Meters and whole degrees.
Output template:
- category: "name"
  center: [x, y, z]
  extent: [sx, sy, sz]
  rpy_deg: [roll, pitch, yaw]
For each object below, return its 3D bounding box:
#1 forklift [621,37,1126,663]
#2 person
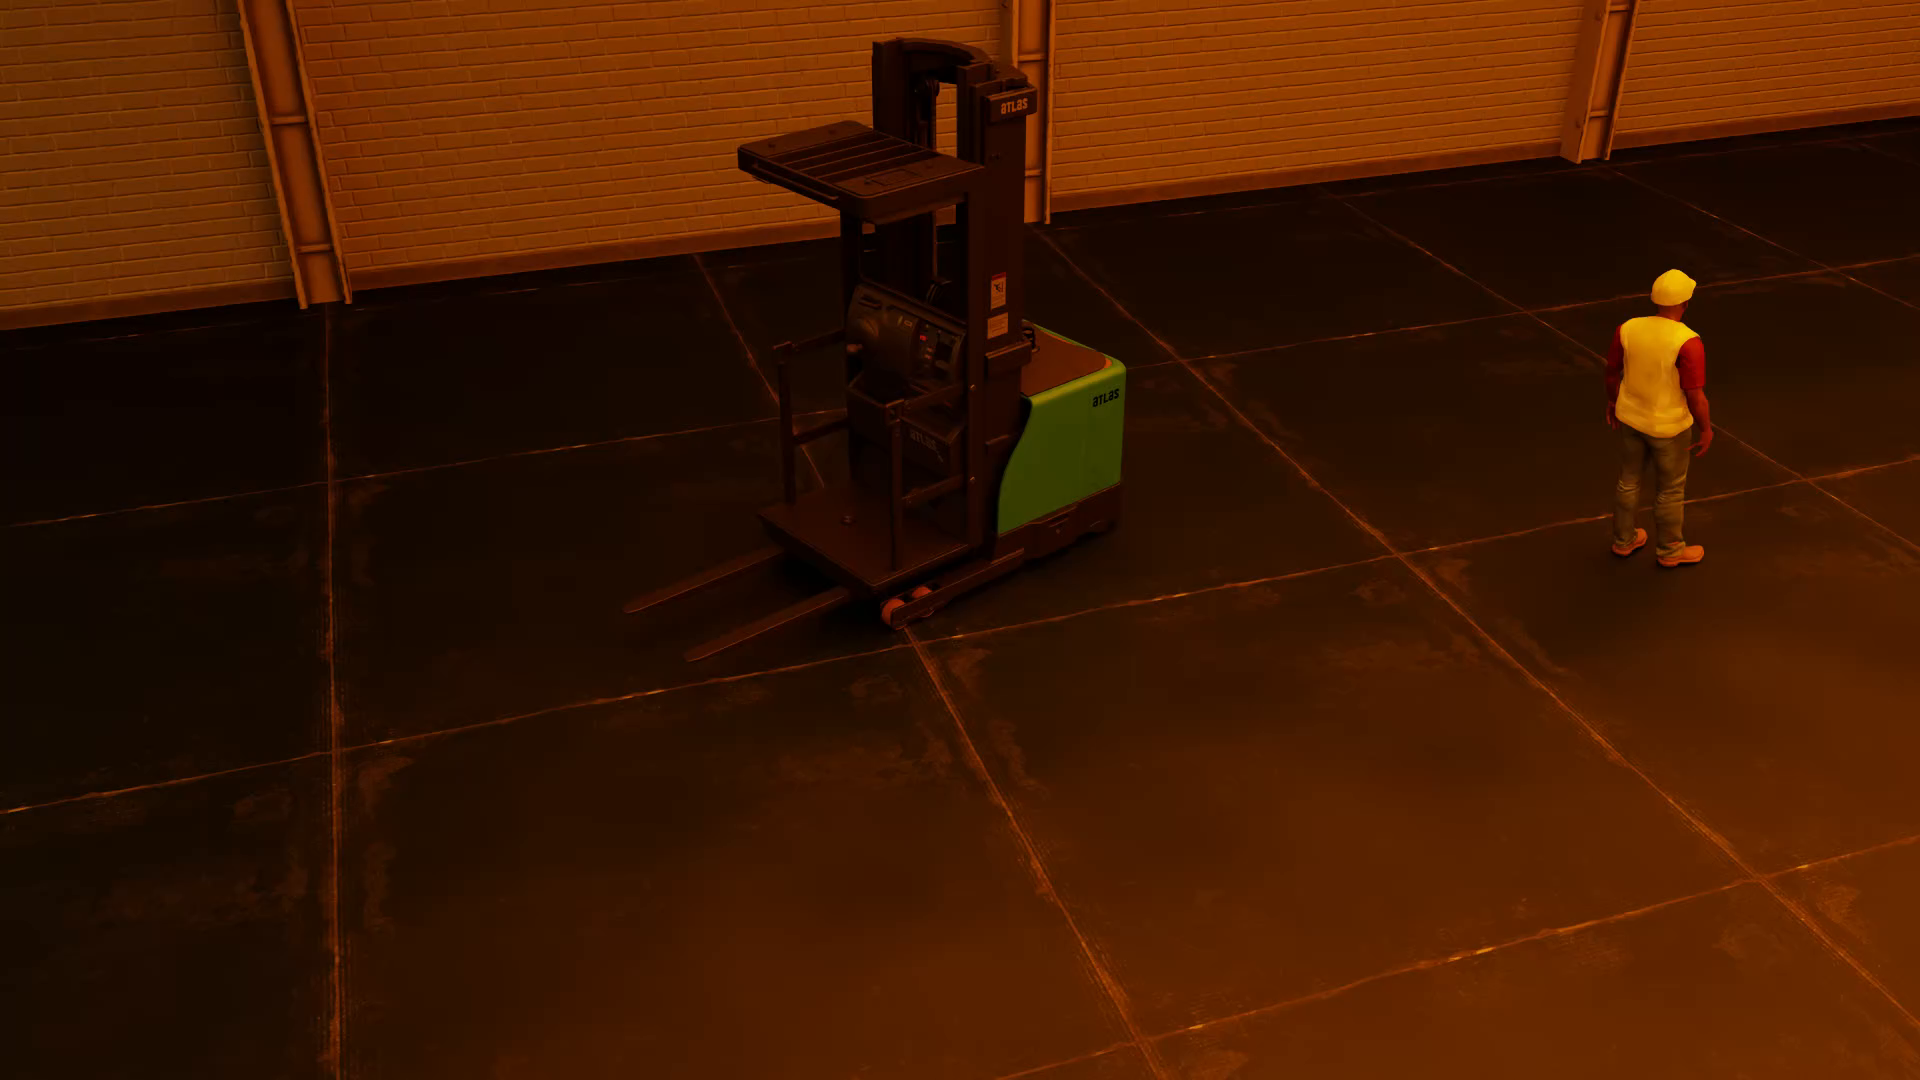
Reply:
- category: "forklift"
  center: [-0.461, -1.072, 8.951]
  extent: [3.031, 2.935, 1.130]
  rpy_deg: [-23, 37, -34]
- category: "person"
  center: [4.004, -0.708, 9.470]
  extent: [0.578, 1.765, 0.666]
  rpy_deg: [-18, 35, -29]
